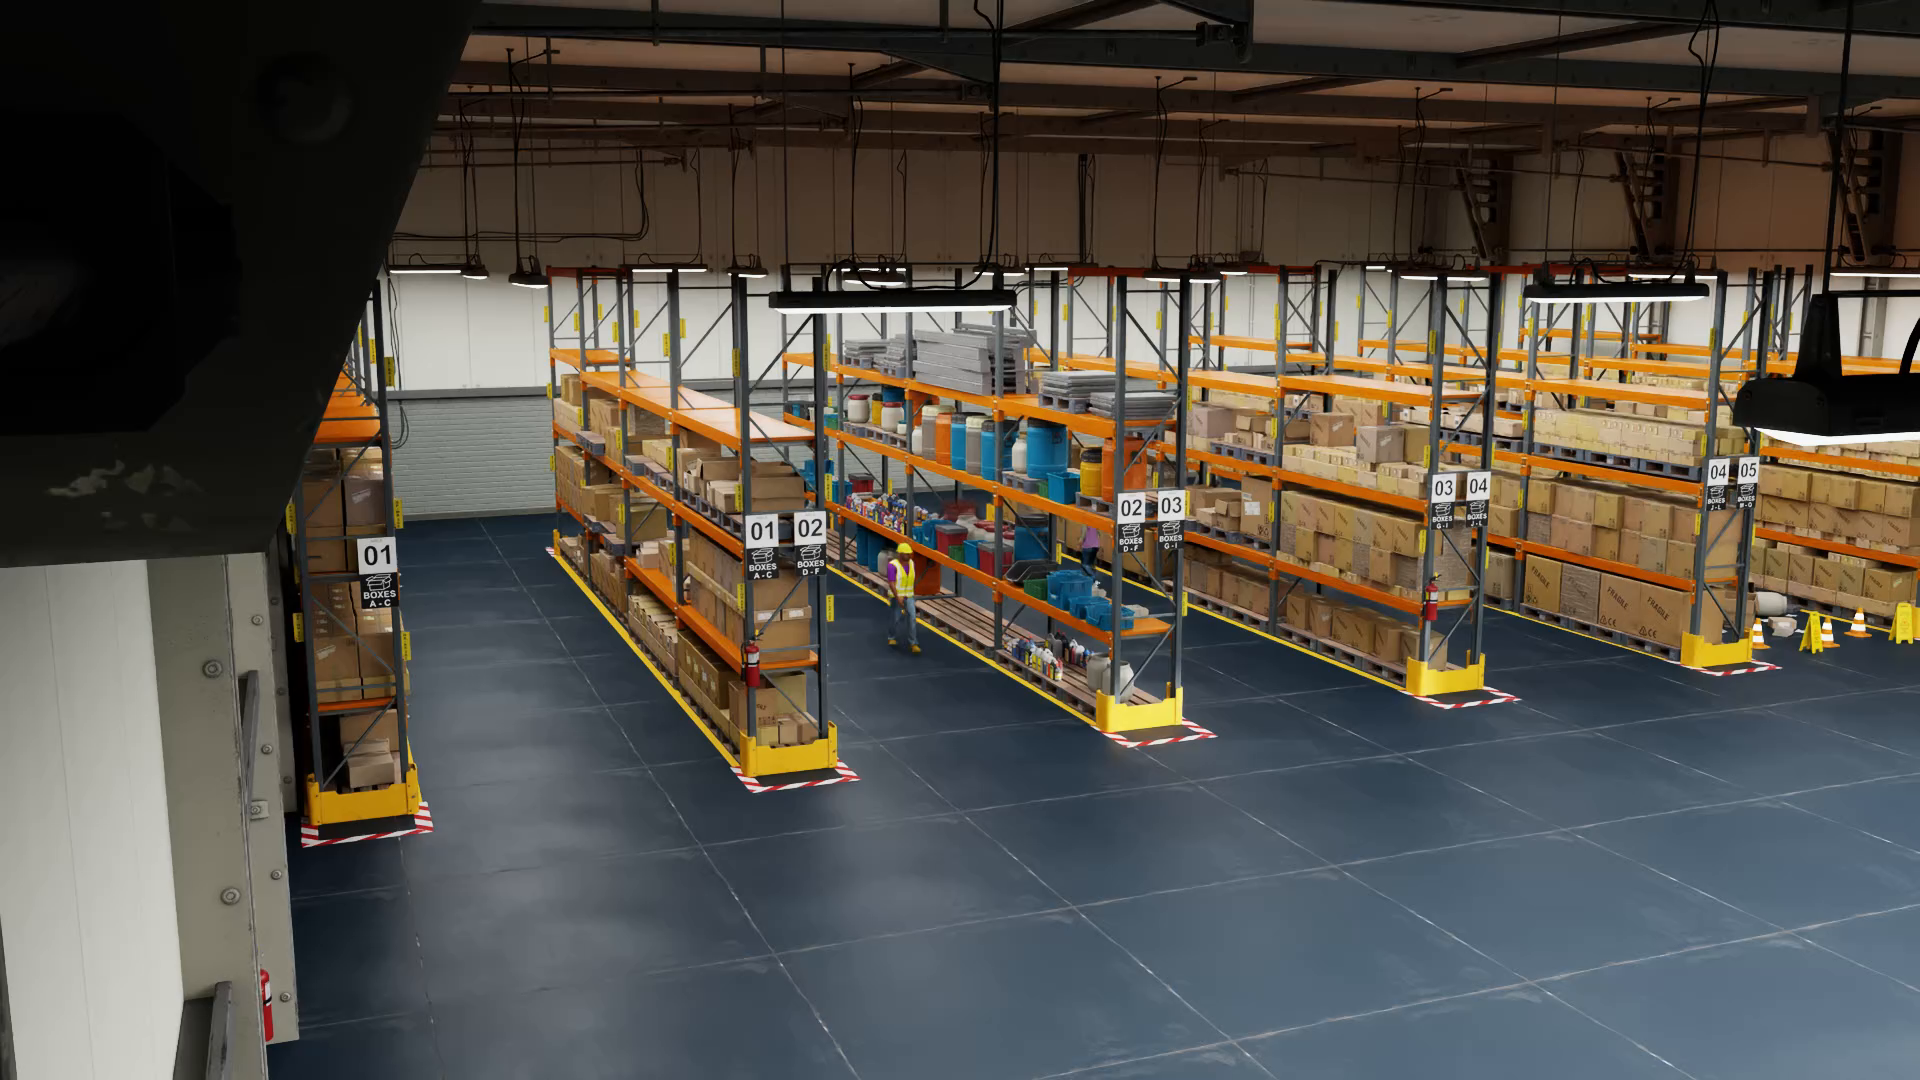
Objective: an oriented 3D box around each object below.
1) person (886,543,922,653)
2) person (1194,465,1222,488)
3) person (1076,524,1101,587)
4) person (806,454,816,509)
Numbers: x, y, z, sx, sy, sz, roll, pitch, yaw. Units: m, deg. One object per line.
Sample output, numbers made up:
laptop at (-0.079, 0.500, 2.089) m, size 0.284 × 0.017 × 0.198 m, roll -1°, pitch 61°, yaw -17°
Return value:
person at (-0.885, 0.896, 26.482) m, size 0.562 × 1.710 × 0.974 m, roll -6°, pitch 11°, yaw -30°
person at (5.497, -0.899, 37.108) m, size 0.706 × 1.626 × 0.700 m, roll -2°, pitch 10°, yaw -11°
person at (2.500, 0.155, 31.248) m, size 0.483 × 1.578 × 0.538 m, roll -8°, pitch 13°, yaw -38°
person at (-3.377, -1.312, 39.455) m, size 0.486 × 1.594 × 1.063 m, roll -9°, pitch 13°, yaw -41°
